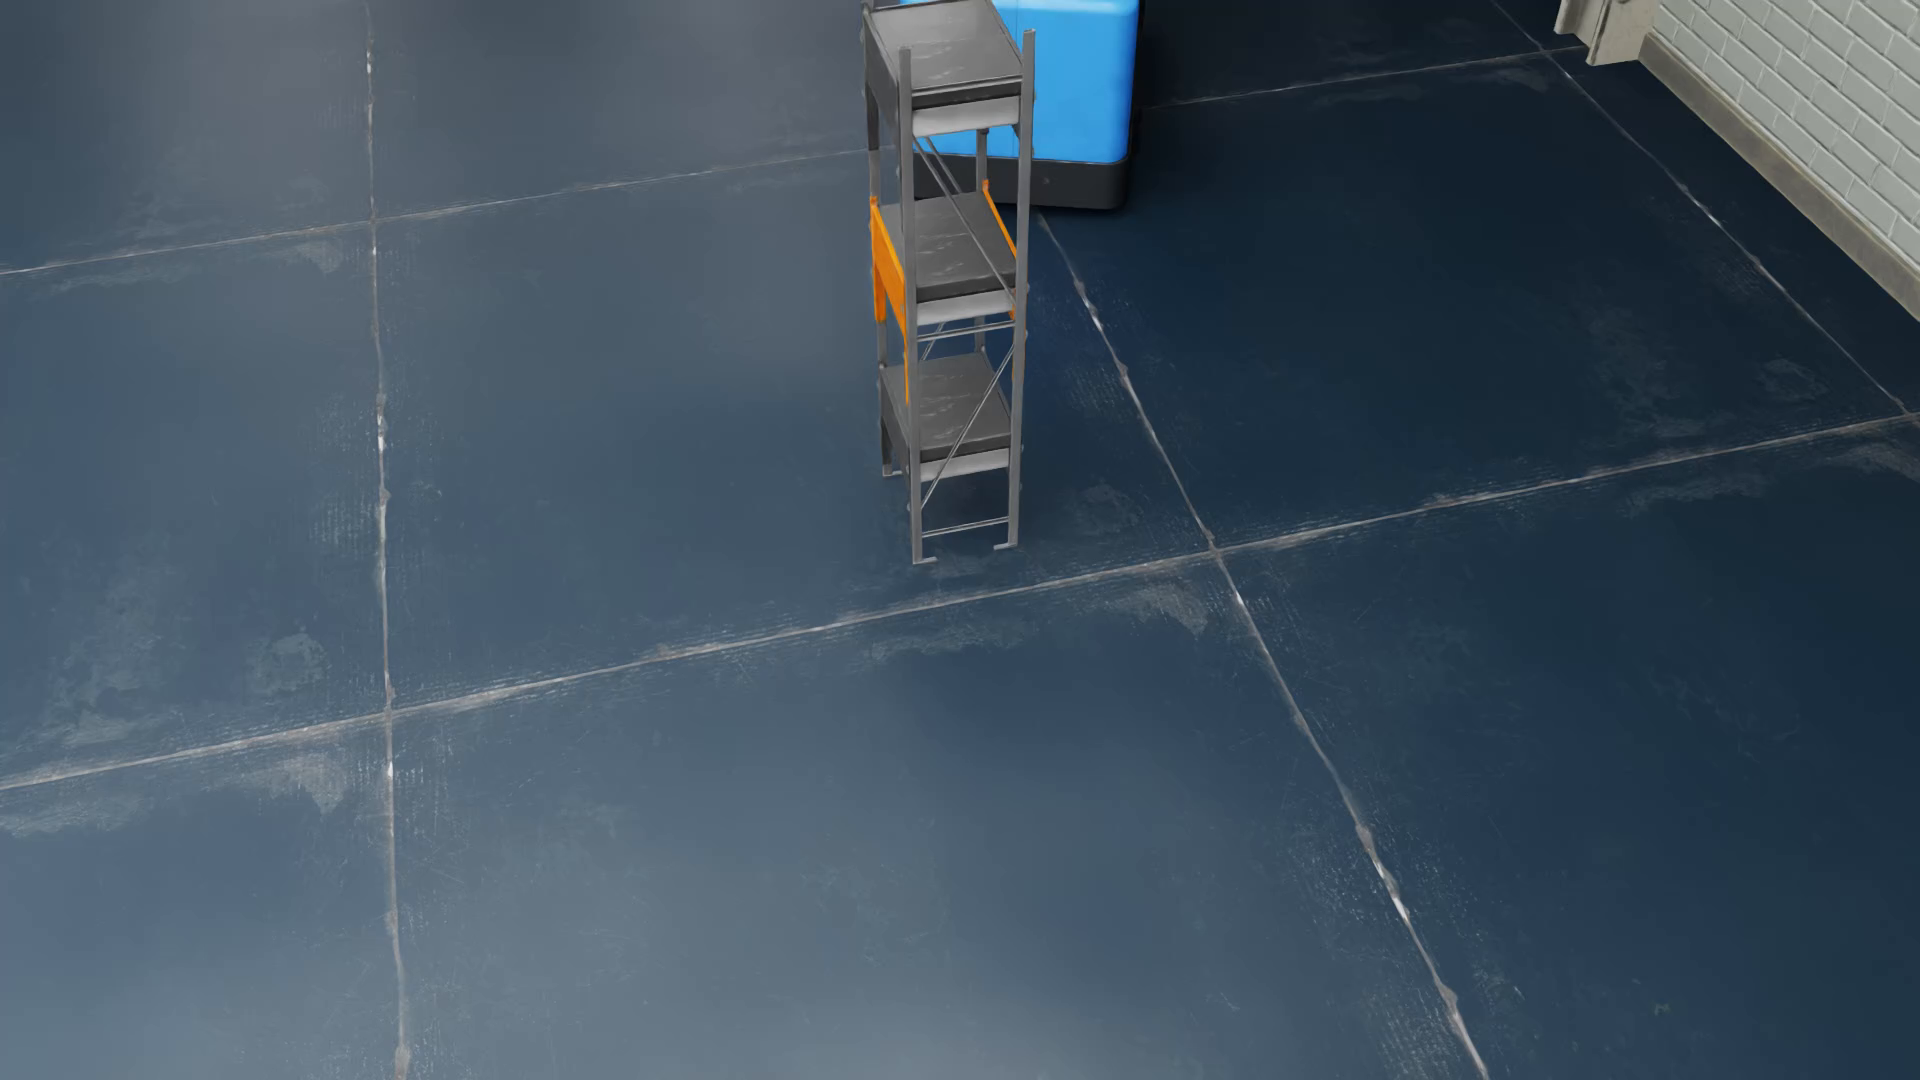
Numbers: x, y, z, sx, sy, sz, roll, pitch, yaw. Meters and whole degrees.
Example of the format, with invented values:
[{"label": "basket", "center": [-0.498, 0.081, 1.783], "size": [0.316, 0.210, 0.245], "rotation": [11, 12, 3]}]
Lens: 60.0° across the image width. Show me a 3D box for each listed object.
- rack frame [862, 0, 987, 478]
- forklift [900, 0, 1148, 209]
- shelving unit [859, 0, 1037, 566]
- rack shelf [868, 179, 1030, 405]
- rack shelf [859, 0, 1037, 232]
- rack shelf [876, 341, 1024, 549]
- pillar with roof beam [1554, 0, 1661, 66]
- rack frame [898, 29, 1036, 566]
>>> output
[{"label": "rack frame", "center": [-0.105, -1.018, 5.777], "size": [0.400, 2.100, 0.015], "rotation": [-11, 47, -10]}, {"label": "forklift", "center": [0.410, -3.602, 7.728], "size": [1.130, 2.935, 3.031], "rotation": [5, 46, 5]}, {"label": "shelving unit", "center": [-0.042, -0.849, 5.612], "size": [0.431, 2.100, 0.503], "rotation": [-11, 47, -10]}, {"label": "rack shelf", "center": [-0.042, -0.840, 5.622], "size": [0.431, 0.518, 0.480], "rotation": [-11, 47, -10]}, {"label": "rack shelf", "center": [-0.042, -1.330, 5.122], "size": [0.431, 0.518, 0.480], "rotation": [-11, 47, -10]}, {"label": "rack shelf", "center": [-0.042, -0.350, 6.122], "size": [0.431, 0.518, 0.480], "rotation": [-11, 47, -10]}, {"label": "pillar with roof beam", "center": [-0.774, -4.999, 4.848], "size": [9.100, 9.000, 0.400], "rotation": [-11, 47, -10]}, {"label": "rack frame", "center": [0.020, -0.681, 5.447], "size": [0.400, 2.100, 0.015], "rotation": [-11, 47, -10]}]
